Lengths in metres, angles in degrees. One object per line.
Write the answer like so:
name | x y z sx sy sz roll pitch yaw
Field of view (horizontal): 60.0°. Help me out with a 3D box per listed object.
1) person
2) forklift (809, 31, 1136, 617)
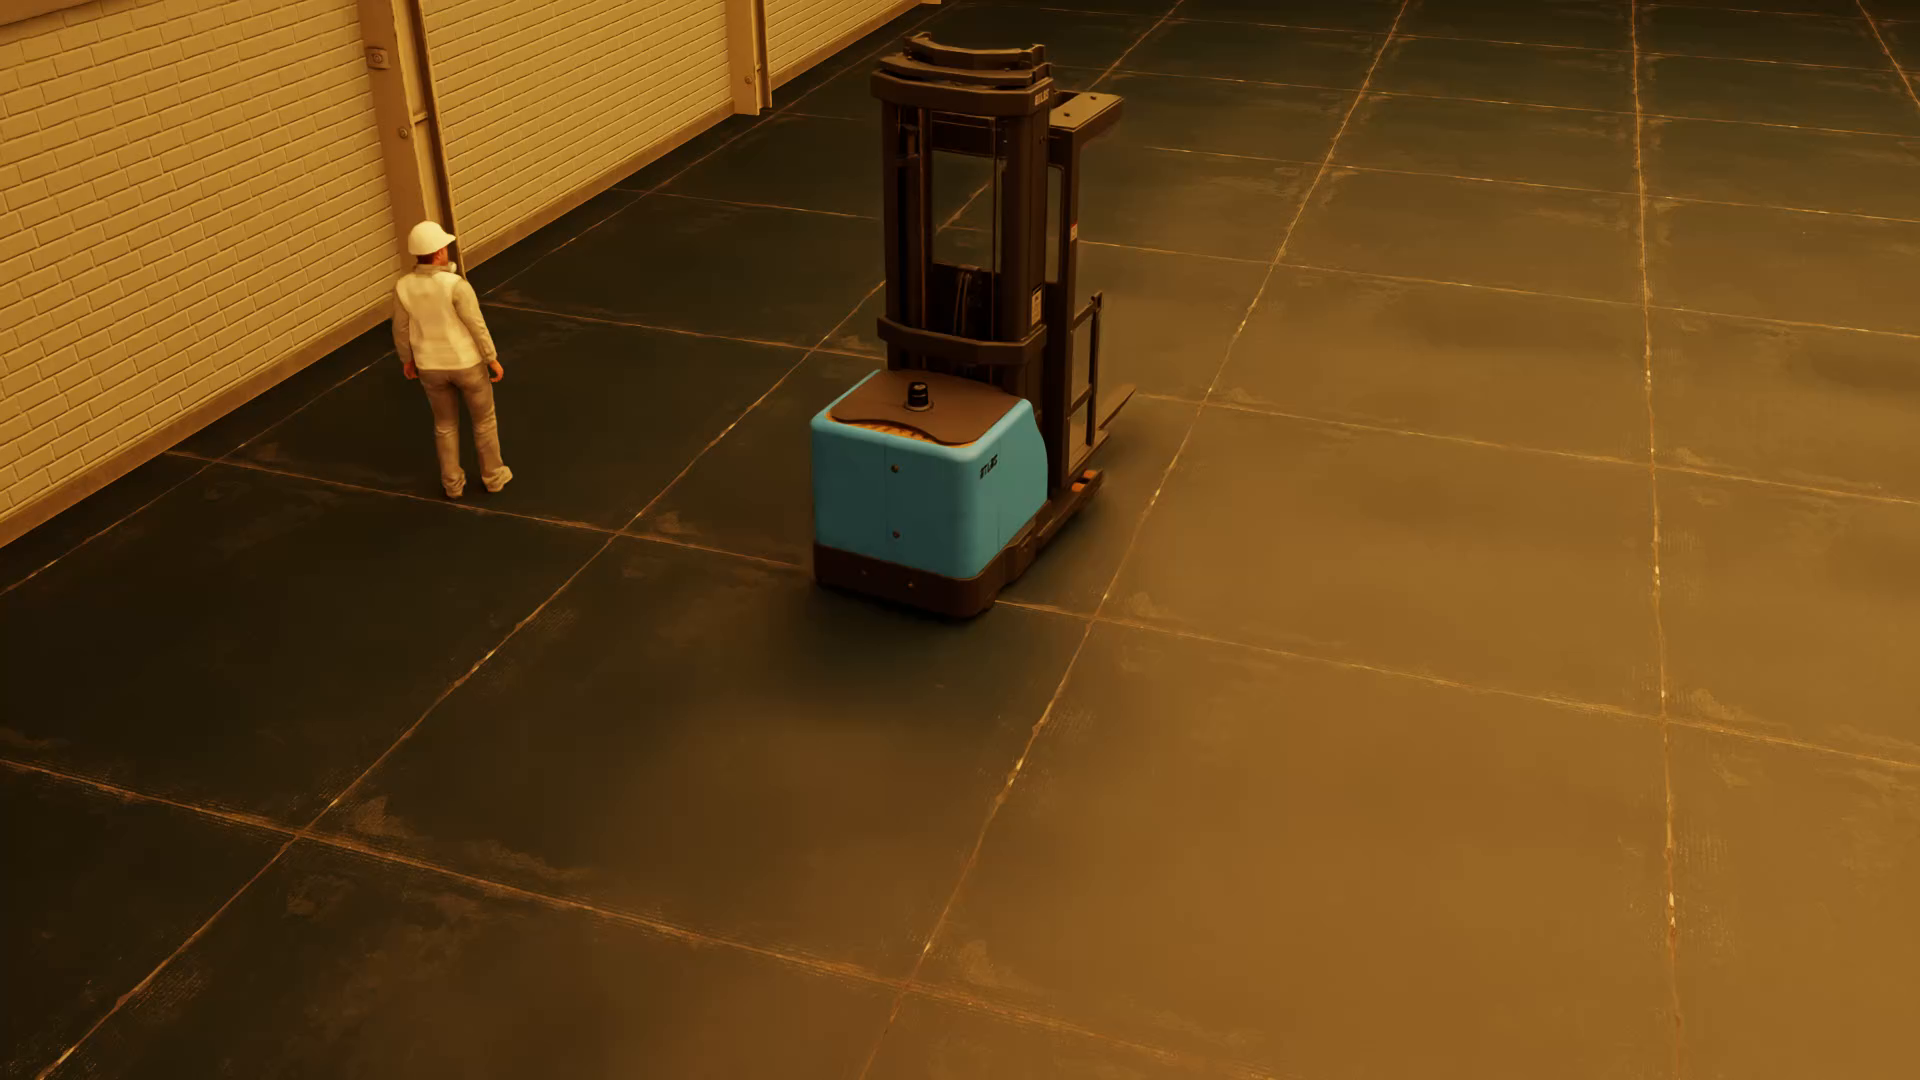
person | -3.123 -1.115 10.264 0.632 1.775 0.411 1 30 2
forklift | 0.256 -1.552 9.860 1.130 2.935 3.031 14 32 22
